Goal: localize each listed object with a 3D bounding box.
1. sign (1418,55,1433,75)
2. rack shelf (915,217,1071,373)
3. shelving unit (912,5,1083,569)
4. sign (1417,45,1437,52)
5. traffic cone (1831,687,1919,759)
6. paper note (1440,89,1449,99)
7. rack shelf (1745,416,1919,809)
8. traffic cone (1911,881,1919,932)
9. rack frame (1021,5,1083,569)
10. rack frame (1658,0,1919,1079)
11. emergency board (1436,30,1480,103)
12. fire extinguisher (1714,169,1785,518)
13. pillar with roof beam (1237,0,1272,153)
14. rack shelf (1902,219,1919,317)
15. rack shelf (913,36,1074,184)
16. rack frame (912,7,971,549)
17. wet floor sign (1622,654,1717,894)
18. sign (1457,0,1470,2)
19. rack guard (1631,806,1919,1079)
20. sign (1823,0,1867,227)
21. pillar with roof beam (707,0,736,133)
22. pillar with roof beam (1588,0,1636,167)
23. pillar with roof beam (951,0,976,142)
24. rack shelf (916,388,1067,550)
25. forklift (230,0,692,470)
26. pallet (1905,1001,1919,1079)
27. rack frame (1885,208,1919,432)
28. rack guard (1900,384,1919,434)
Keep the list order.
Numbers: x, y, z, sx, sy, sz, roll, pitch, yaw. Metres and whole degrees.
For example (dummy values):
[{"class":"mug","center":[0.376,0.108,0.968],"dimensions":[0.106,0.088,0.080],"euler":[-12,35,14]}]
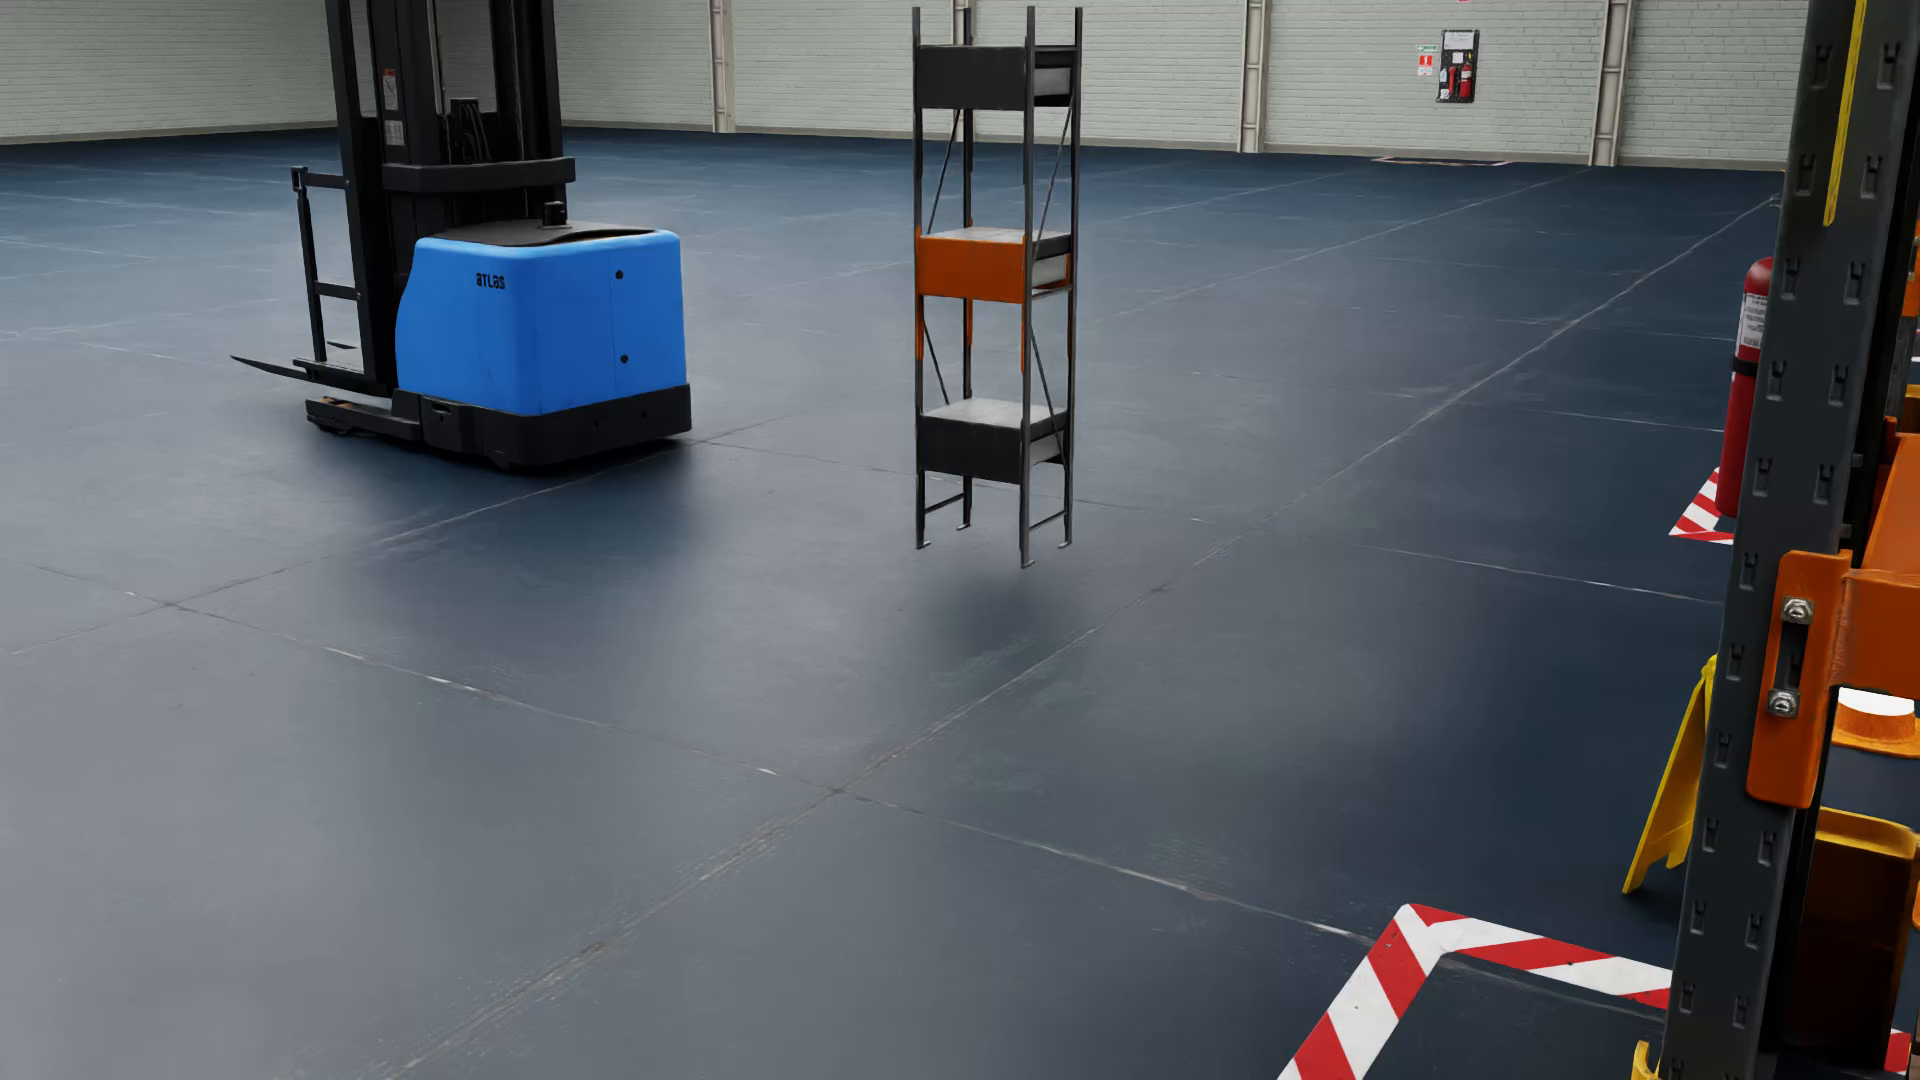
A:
[{"class":"sign","center":[7.788,-7.947,27.820],"dimensions":[0.234,0.329,0.001],"euler":[10,20,30]},{"class":"rack shelf","center":[0.141,-0.966,6.497],"dimensions":[0.480,0.518,0.431],"euler":[10,20,30]},{"class":"shelving unit","center":[0.141,-0.979,6.493],"dimensions":[0.503,2.100,0.431],"euler":[10,20,30]},{"class":"sign","center":[7.787,-8.197,27.734],"dimensions":[0.331,0.109,0.001],"euler":[10,20,30]},{"class":"traffic cone","center":[2.724,0.353,4.921],"dimensions":[0.334,0.463,0.336],"euler":[10,20,30]},{"class":"paper note","center":[8.090,-7.443,27.738],"dimensions":[0.142,0.148,0.016],"euler":[10,20,30]},{"class":"rack shelf","center":[3.095,0.369,1.744],"dimensions":[4.000,0.370,1.077],"euler":[10,20,30]},{"class":"traffic cone","center":[2.433,0.680,3.846],"dimensions":[0.334,0.463,0.336],"euler":[10,20,30]},{"class":"rack frame","center":[0.349,-0.942,6.371],"dimensions":[0.015,2.100,0.400],"euler":[10,20,30]},{"class":"rack frame","center":[1.391,-0.280,2.641],"dimensions":[0.127,3.000,1.000],"euler":[10,20,30]},{"class":"emergency board","center":[8.205,-7.820,27.465],"dimensions":[0.643,1.169,0.194],"euler":[10,20,30]},{"class":"fire extinguisher","center":[1.535,-0.374,3.085],"dimensions":[0.183,0.674,0.296],"euler":[10,20,30]},{"class":"pillar with roof beam","center":[2.925,-10.152,24.819],"dimensions":[0.400,9.000,9.100],"euler":[10,20,30]},{"class":"rack shelf","center":[5.600,-0.873,5.831],"dimensions":[4.000,0.370,1.077],"euler":[10,20,30]},{"class":"rack shelf","center":[0.141,-1.636,6.294],"dimensions":[0.480,0.518,0.431],"euler":[10,20,30]},{"class":"rack frame","center":[-0.067,-1.017,6.615],"dimensions":[0.015,2.100,0.400],"euler":[10,20,30]},{"class":"wet floor sign","center":[1.789,0.553,3.951],"dimensions":[0.267,0.644,0.232],"euler":[-13,21,-37]},{"class":"sign","center":[8.250,-8.955,27.213],"dimensions":[0.199,0.298,0.001],"euler":[10,20,30]},{"class":"rack guard","center":[1.456,0.928,2.966],"dimensions":[0.348,0.500,1.175],"euler":[10,20,30]},{"class":"sign","center":[1.107,-0.559,2.073],"dimensions":[0.005,0.325,0.100],"euler":[10,20,30]},{"class":"pillar with roof beam","center":[-7.300,-11.977,30.828],"dimensions":[0.400,9.000,9.100],"euler":[10,20,30]},{"class":"pillar with roof beam","center":[8.038,-9.239,21.814],"dimensions":[0.400,9.000,9.100],"euler":[10,20,30]},{"class":"pillar with roof beam","center":[-2.188,-11.064,27.823],"dimensions":[0.400,9.000,9.100],"euler":[10,20,30]},{"class":"rack shelf","center":[0.141,-0.297,6.701],"dimensions":[0.480,0.518,0.431],"euler":[10,20,30]},{"class":"forklift","center":[-2.838,-2.060,8.621],"dimensions":[3.031,2.935,1.130],"euler":[13,21,37]},{"class":"pallet","center":[2.130,1.198,2.573],"dimensions":[1.213,0.211,1.003],"euler":[10,20,30]},{"class":"rack frame","center":[3.896,-1.521,6.728],"dimensions":[0.127,3.000,1.000],"euler":[10,20,30]},{"class":"rack guard","center":[3.875,-0.329,7.103],"dimensions":[0.348,0.500,1.175],"euler":[10,20,30]}]
